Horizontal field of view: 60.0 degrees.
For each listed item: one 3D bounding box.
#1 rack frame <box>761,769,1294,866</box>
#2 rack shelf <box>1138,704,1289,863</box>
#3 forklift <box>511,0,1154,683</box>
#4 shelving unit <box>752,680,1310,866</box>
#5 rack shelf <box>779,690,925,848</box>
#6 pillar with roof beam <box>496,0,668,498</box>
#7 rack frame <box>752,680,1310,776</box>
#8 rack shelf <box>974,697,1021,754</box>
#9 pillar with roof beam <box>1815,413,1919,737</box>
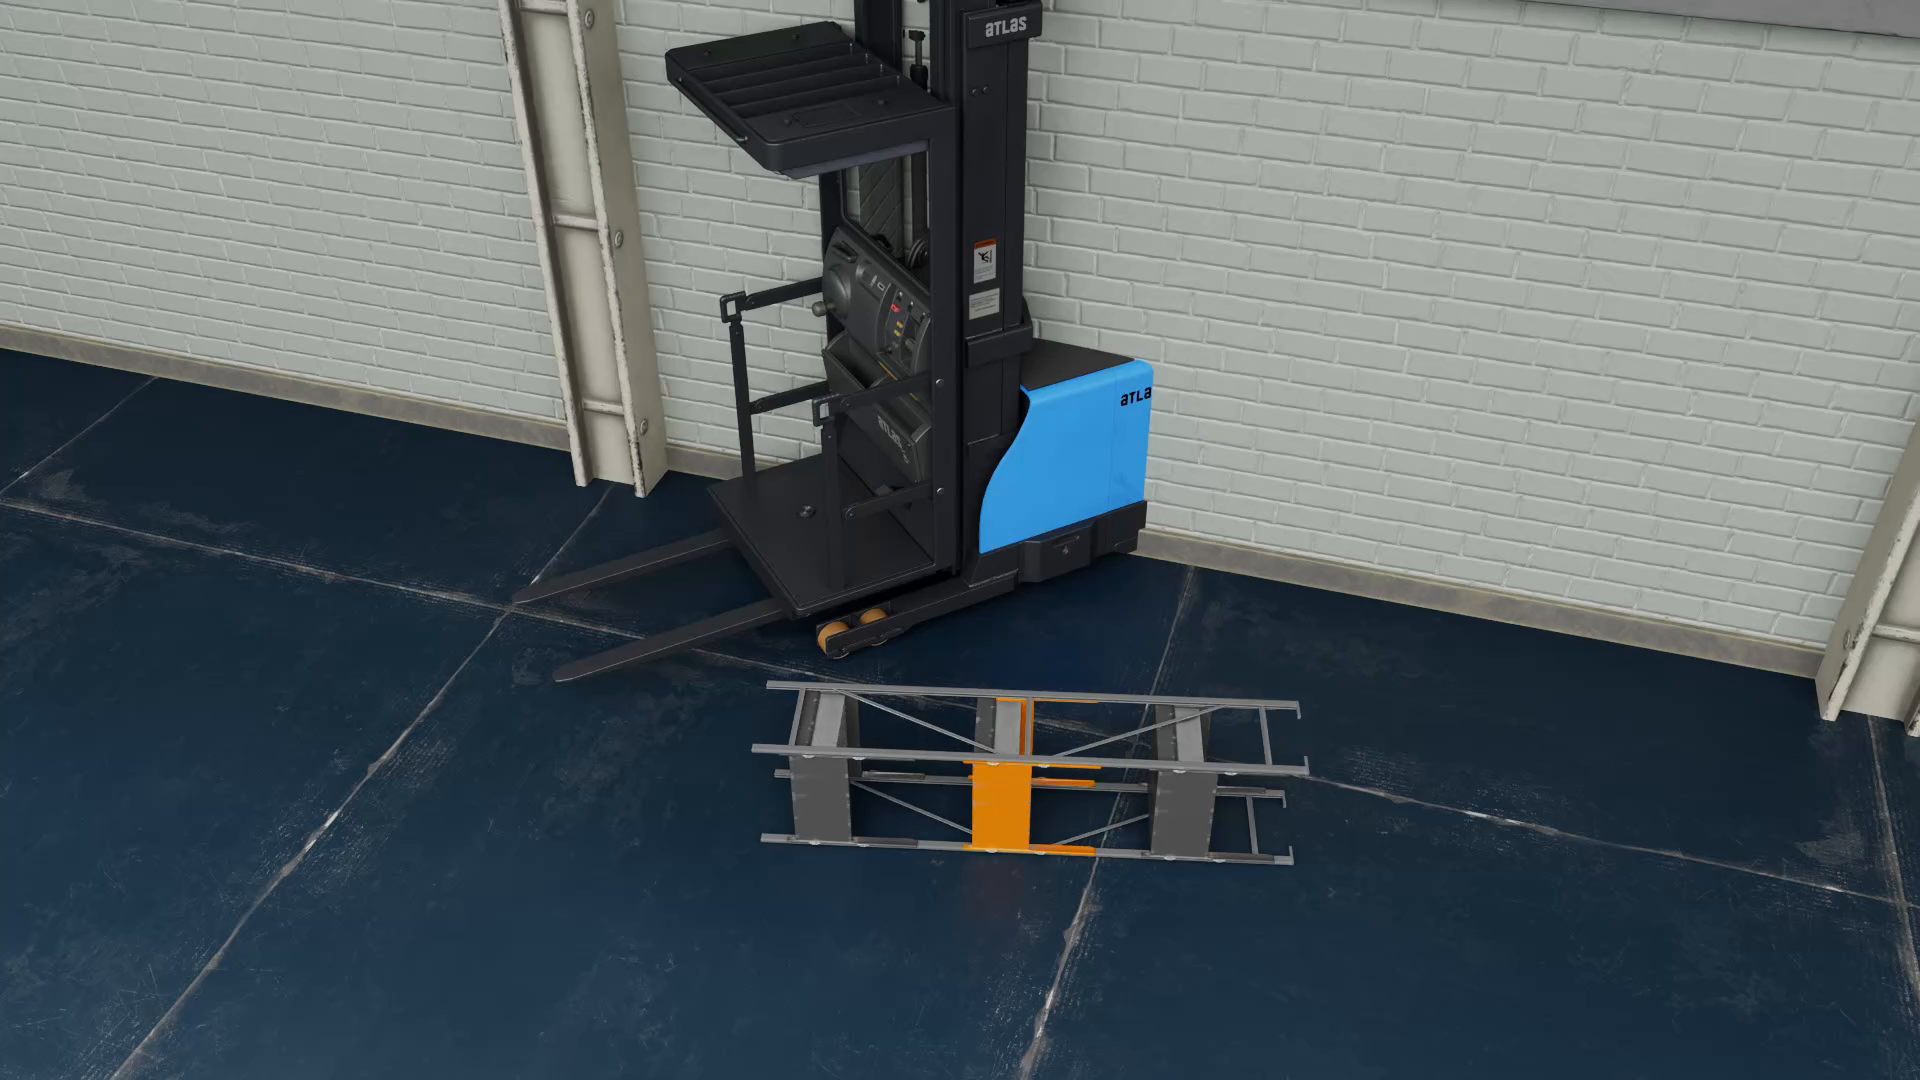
[{"bbox_3d":[0.269,1.113,6.714,2.100,0.015,0.400,2,36,3],"label":"rack frame"},{"bbox_3d":[0.982,0.941,6.535,0.518,0.480,0.431,2,36,3],"label":"rack shelf"},{"bbox_3d":[-0.547,-1.003,7.140,3.031,2.935,1.130,-18,40,-23],"label":"forklift"},{"bbox_3d":[0.269,0.917,6.569,2.100,0.503,0.431,2,36,3],"label":"shelving unit"},{"bbox_3d":[-0.416,0.893,6.601,0.518,0.480,0.431,2,36,3],"label":"rack shelf"},{"bbox_3d":[-3.046,-1.528,2.734,0.400,9.000,9.100,10,38,14],"label":"pillar with roof beam"},{"bbox_3d":[0.269,0.720,6.424,2.100,0.015,0.400,2,36,3],"label":"rack frame"},{"bbox_3d":[0.146,0.912,6.575,0.174,0.457,0.368,2,36,3],"label":"rack shelf"},{"bbox_3d":[2.681,-0.467,1.293,0.400,9.000,9.100,10,38,14],"label":"pillar with roof beam"}]
